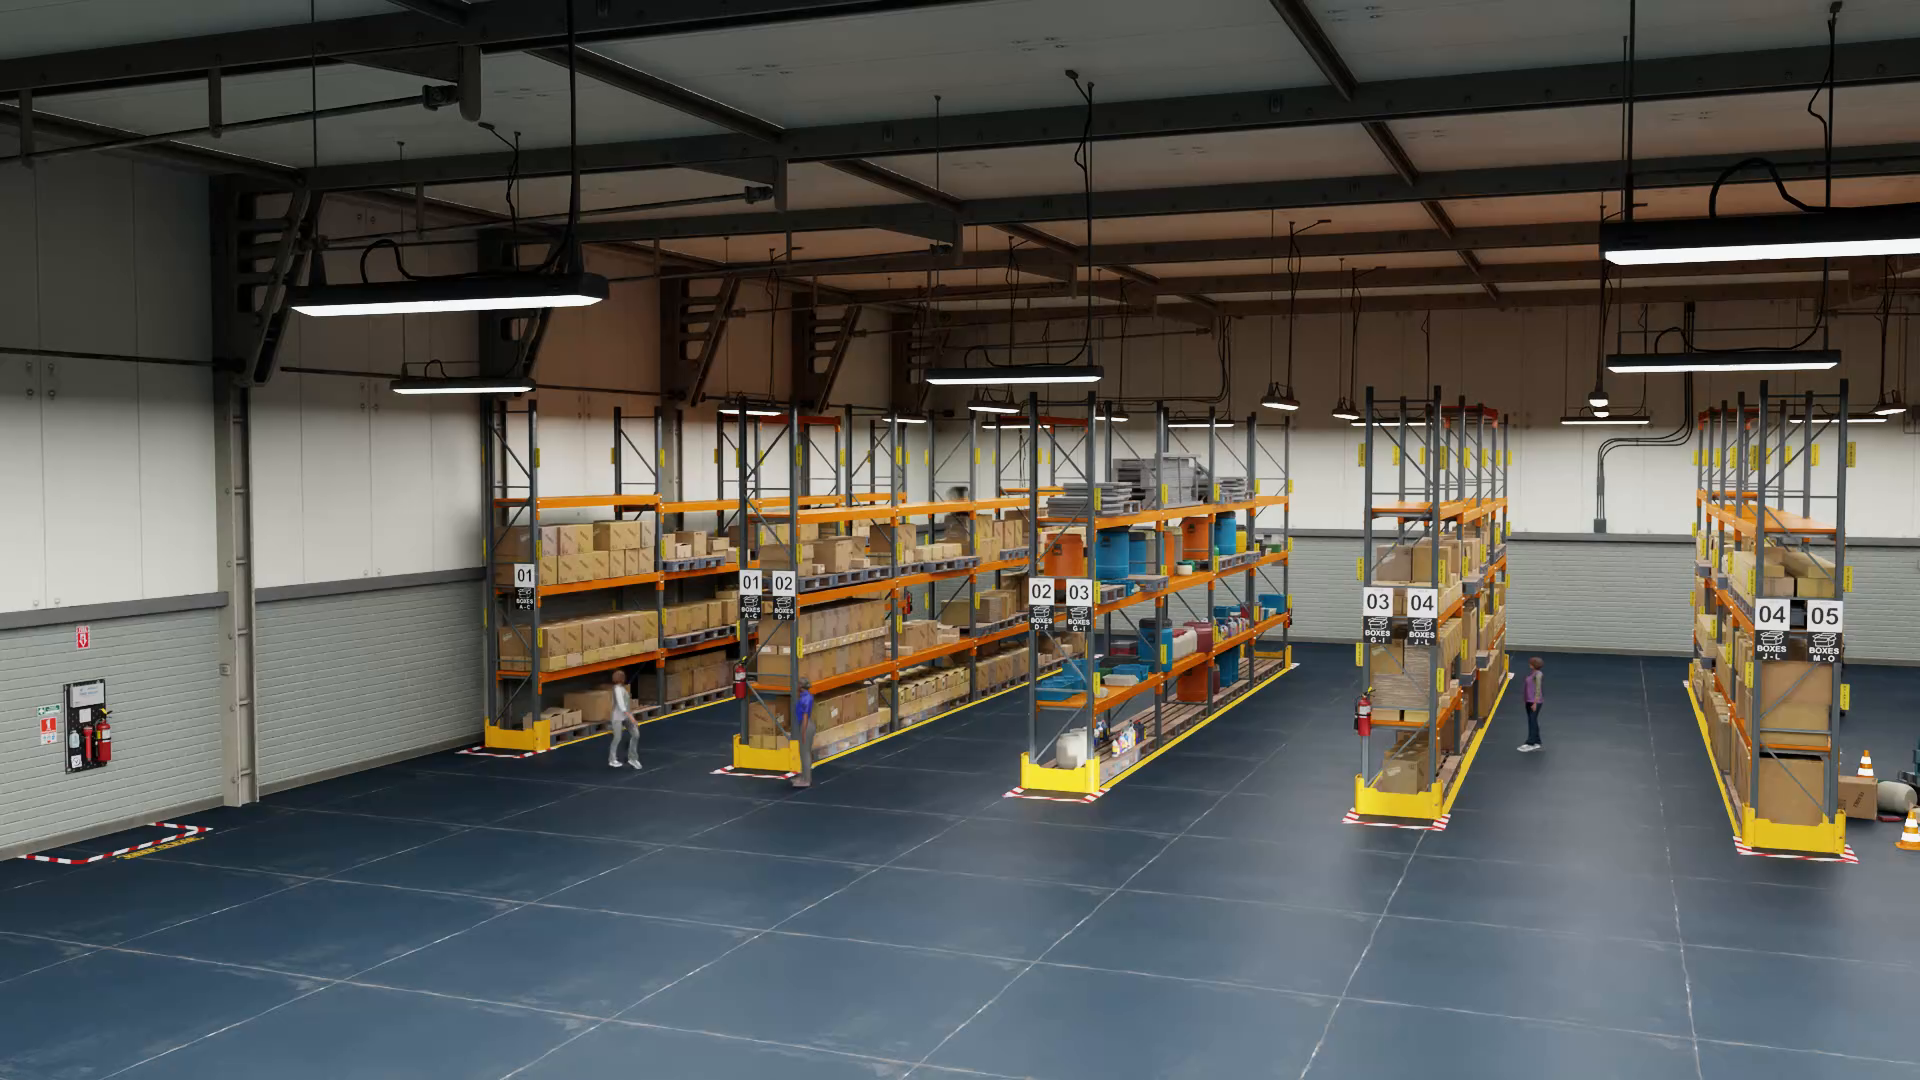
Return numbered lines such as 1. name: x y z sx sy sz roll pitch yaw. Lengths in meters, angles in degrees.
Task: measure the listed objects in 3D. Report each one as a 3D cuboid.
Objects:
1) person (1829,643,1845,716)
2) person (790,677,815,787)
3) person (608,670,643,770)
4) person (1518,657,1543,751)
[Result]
1. person: 16.993 2.554 32.351 0.560 1.723 0.441 -3 4 -45
2. person: -2.408 2.912 25.373 0.405 1.663 0.490 0 3 -2
3. person: -5.432 2.894 26.689 0.592 1.600 0.401 2 3 29
4. person: 9.763 2.798 28.506 0.553 1.595 0.420 -1 3 -11
